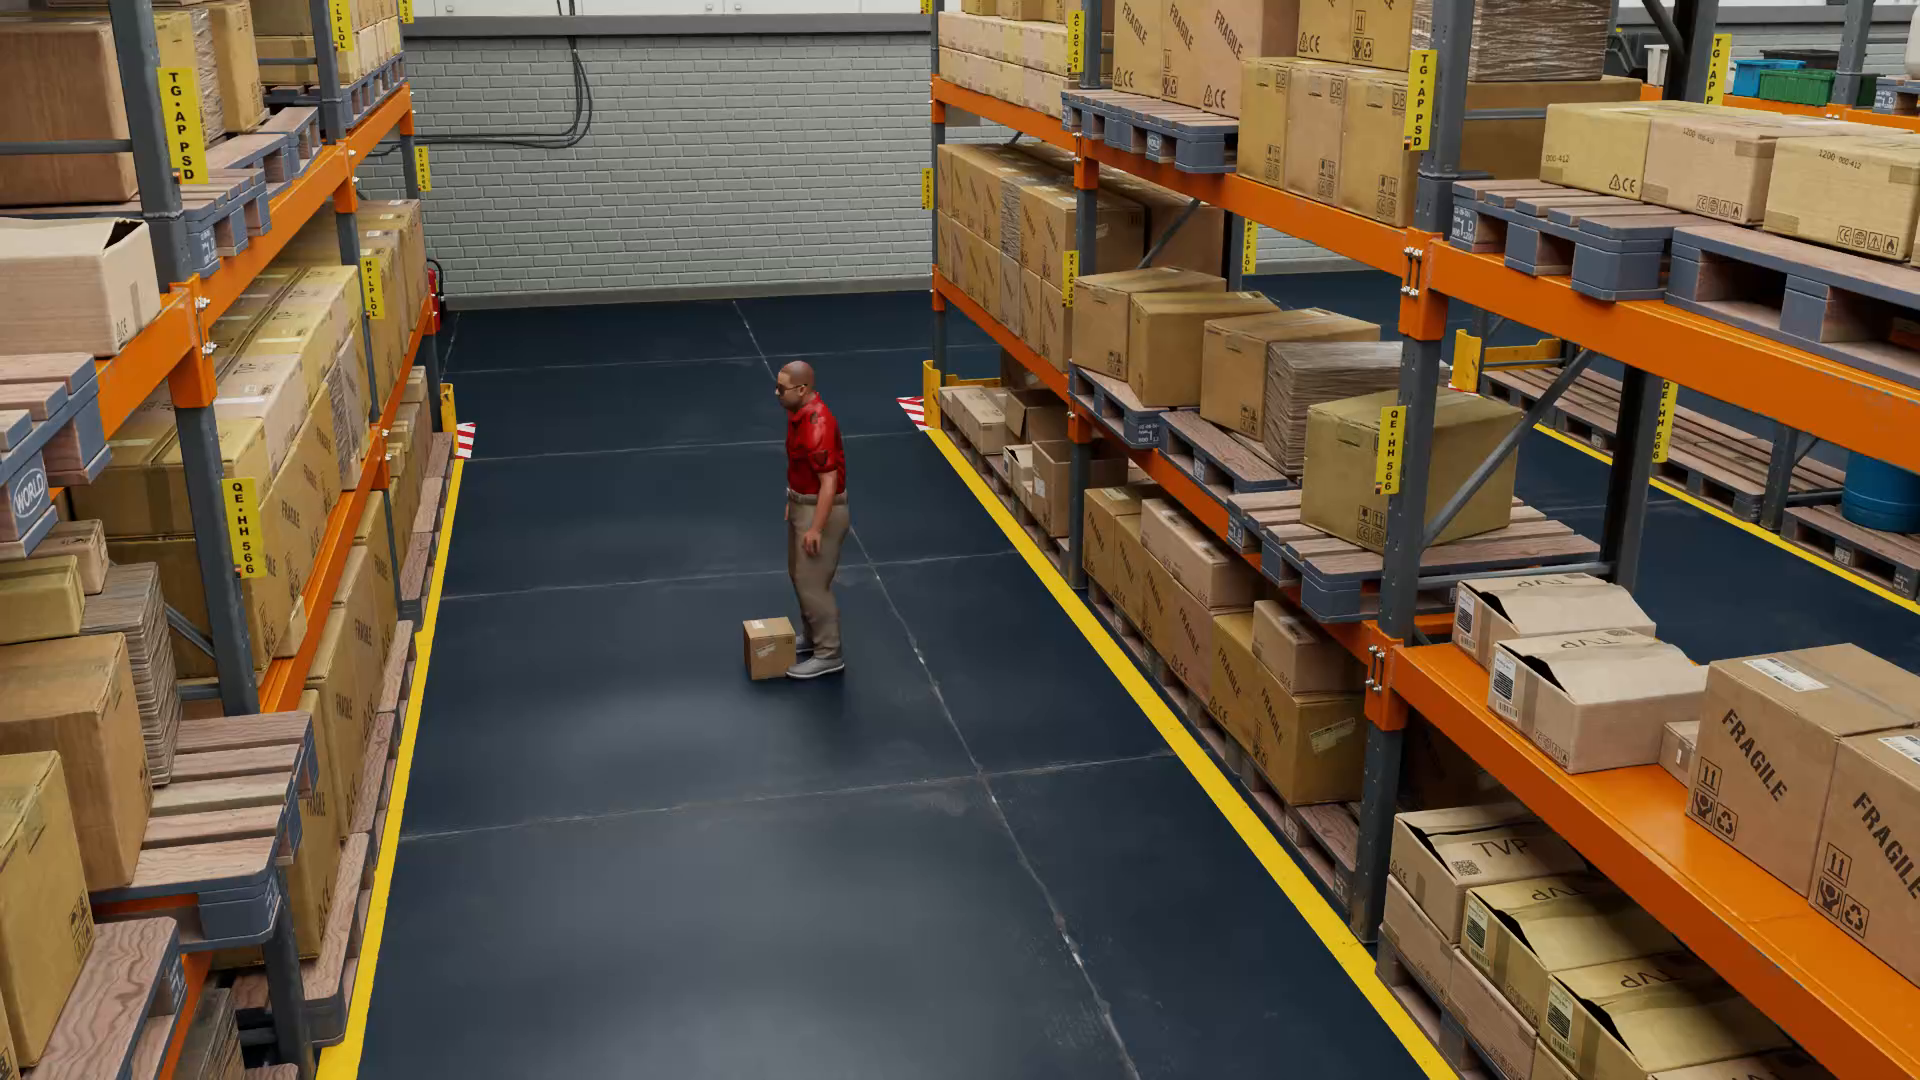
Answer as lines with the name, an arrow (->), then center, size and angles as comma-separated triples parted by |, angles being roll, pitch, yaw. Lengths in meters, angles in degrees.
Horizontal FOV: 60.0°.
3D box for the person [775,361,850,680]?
person -> -0.798, -0.125, 8.943 | 0.384, 1.728, 0.603 | -5, 20, -15
